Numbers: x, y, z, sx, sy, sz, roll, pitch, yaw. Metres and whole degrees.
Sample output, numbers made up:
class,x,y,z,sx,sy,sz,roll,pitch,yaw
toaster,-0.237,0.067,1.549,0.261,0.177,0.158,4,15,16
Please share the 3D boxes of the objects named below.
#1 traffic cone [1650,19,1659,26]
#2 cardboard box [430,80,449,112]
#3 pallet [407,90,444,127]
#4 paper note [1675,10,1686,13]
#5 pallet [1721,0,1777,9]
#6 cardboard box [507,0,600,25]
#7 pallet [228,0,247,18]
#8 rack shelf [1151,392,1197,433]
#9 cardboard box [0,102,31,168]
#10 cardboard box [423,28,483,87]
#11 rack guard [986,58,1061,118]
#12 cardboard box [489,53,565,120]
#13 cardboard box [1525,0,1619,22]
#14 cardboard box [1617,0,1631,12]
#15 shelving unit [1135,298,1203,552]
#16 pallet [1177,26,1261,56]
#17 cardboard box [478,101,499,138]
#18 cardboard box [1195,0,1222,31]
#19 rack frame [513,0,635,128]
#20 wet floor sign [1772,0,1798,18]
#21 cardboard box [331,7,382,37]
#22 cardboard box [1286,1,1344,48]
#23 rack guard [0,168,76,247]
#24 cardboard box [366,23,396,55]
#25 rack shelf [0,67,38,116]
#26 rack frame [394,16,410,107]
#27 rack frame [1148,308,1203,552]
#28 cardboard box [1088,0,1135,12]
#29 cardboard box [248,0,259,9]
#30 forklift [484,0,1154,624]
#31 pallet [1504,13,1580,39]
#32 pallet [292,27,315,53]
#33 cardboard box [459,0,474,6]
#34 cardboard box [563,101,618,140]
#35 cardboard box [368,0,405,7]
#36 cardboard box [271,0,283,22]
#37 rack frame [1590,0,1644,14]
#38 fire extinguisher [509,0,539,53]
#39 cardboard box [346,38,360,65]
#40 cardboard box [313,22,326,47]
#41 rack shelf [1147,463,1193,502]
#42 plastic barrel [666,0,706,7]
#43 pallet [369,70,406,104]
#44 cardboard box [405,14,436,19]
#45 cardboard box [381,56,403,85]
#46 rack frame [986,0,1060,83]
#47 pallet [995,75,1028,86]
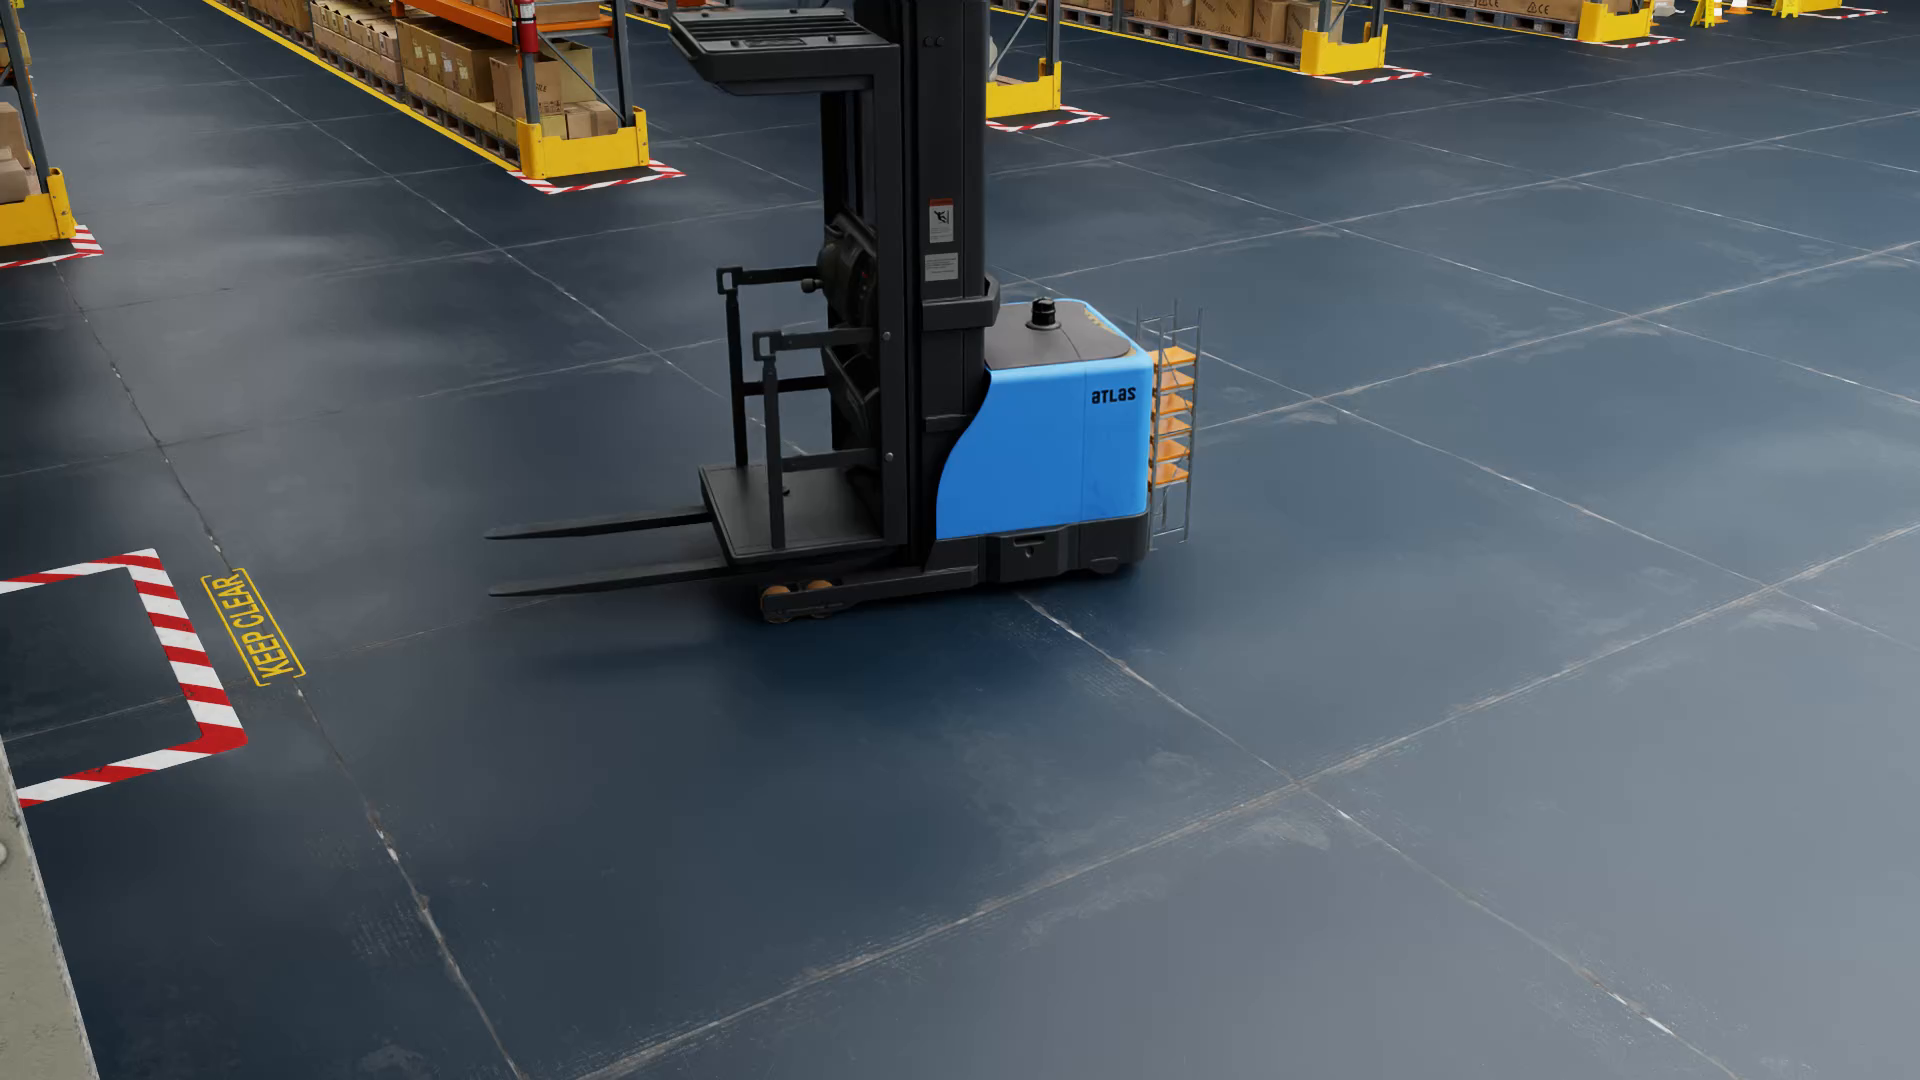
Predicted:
class,x,y,z,sx,sy,sz,roll,pitch,yaw
traffic cone,9.886,-7.661,23.936,0.336,0.463,0.334,-16,29,-30
cardboard box,-5.174,-4.641,17.296,0.500,0.250,0.500,-16,29,-30
pallet,-5.311,-4.736,18.034,1.003,0.211,1.213,-16,29,-30
paper note,10.894,-8.008,25.179,0.142,0.019,0.148,18,31,33
pallet,12.623,-8.542,26.097,1.003,0.211,1.213,-16,29,-30
cardboard box,-3.771,-5.075,15.370,0.700,0.500,0.500,-16,29,-30
pallet,-10.452,-8.137,25.240,1.003,0.211,1.213,-16,29,-30
rack shelf,0.978,-0.612,7.964,0.258,0.103,0.180,-14,29,-27
cardboard box,-8.647,-3.519,14.604,0.700,0.500,0.500,-18,31,-33
cardboard box,-5.174,-4.980,17.136,0.500,0.500,0.500,-16,29,-30
rack guard,0.544,-4.899,18.042,1.175,0.500,0.348,-16,29,-30
cardboard box,-4.069,-4.268,15.628,0.500,0.500,0.500,-16,29,-30
cardboard box,8.561,-7.743,23.136,0.875,0.875,0.875,-15,29,-29
cardboard box,9.998,-8.386,25.425,0.637,0.503,0.797,7,26,15
shelving unit,0.978,-0.544,7.997,0.258,1.200,0.189,-14,29,-27
pallet,3.658,-6.668,22.128,1.003,0.211,1.213,-16,29,-30
cardboard box,-4.350,-4.106,16.162,0.500,0.250,0.500,-16,29,-30
cardboard box,3.500,-7.098,22.209,0.500,0.500,0.500,-19,31,-34
rack frame,-3.527,-4.860,15.032,1.000,3.000,0.127,-16,29,-30
wet floor sign,12.285,-8.095,24.642,0.267,0.644,0.232,-6,26,-12
cardboard box,-7.284,-6.297,20.147,0.500,0.311,0.500,-16,30,-31
cardboard box,4.448,-6.454,20.844,0.500,0.500,0.500,-10,27,-20
rack guard,-7.717,-2.601,13.174,1.175,0.500,0.348,-16,29,-30
cardboard box,-6.461,-5.754,18.996,0.500,0.311,0.500,-15,29,-28
rack shelf,-8.767,-4.094,14.252,1.077,0.370,4.000,-16,29,-30
rack frame,-5.710,-6.291,18.062,1.000,3.000,0.127,-16,29,-30
rack frame,1.024,-0.510,7.925,0.240,1.200,0.006,-14,29,-27
cardboard box,2.274,-7.891,23.865,0.700,0.500,0.500,-18,31,-33
cardboard box,-10.018,-7.991,24.076,0.500,0.500,0.500,-17,30,-32
forklift,-0.684,-1.201,7.361,3.031,2.935,1.130,-7,26,-15
pallet,8.484,-7.294,23.453,1.003,0.211,1.213,-16,29,-30
pallet,-8.270,-6.736,22.273,1.003,0.211,1.213,-16,29,-30
cardboard box,-4.618,-5.628,16.542,0.700,0.500,0.500,-15,29,-28
cardboard box,-3.633,-4.050,16.045,0.500,0.250,0.500,-16,29,-30
cardboard box,-7.113,-6.607,20.805,0.500,0.311,0.500,-16,30,-30
cardboard box,-9.175,-7.441,22.912,0.500,0.500,0.500,-17,30,-31
rack frame,8.986,-8.287,22.291,1.000,3.000,0.127,-16,29,-30
fire extinguisher,-3.852,-4.675,14.729,0.296,0.674,0.183,-16,29,-30
cardboard box,-7.011,-5.865,19.888,0.500,0.250,0.500,-15,29,-29
cardboard box,-7.854,-6.412,21.048,0.500,0.250,0.500,-16,29,-30
rack shelf,0.977,-0.287,8.118,0.258,0.103,0.180,-14,29,-27
plastic barrel,-4.023,-8.254,24.271,0.600,0.830,0.708,-16,29,-30
pallet,-6.145,-5.284,19.196,1.003,0.211,1.213,-16,29,-30
cardboard box,-6.280,-6.062,19.649,0.500,0.311,0.500,-17,30,-31
cardboard box,-6.180,-5.318,18.731,0.500,0.250,0.500,-16,30,-30
rack frame,0.625,-6.013,17.474,1.000,3.000,0.127,-16,29,-30
pallet,0.105,-5.060,18.722,1.003,0.211,1.213,-16,29,-30
